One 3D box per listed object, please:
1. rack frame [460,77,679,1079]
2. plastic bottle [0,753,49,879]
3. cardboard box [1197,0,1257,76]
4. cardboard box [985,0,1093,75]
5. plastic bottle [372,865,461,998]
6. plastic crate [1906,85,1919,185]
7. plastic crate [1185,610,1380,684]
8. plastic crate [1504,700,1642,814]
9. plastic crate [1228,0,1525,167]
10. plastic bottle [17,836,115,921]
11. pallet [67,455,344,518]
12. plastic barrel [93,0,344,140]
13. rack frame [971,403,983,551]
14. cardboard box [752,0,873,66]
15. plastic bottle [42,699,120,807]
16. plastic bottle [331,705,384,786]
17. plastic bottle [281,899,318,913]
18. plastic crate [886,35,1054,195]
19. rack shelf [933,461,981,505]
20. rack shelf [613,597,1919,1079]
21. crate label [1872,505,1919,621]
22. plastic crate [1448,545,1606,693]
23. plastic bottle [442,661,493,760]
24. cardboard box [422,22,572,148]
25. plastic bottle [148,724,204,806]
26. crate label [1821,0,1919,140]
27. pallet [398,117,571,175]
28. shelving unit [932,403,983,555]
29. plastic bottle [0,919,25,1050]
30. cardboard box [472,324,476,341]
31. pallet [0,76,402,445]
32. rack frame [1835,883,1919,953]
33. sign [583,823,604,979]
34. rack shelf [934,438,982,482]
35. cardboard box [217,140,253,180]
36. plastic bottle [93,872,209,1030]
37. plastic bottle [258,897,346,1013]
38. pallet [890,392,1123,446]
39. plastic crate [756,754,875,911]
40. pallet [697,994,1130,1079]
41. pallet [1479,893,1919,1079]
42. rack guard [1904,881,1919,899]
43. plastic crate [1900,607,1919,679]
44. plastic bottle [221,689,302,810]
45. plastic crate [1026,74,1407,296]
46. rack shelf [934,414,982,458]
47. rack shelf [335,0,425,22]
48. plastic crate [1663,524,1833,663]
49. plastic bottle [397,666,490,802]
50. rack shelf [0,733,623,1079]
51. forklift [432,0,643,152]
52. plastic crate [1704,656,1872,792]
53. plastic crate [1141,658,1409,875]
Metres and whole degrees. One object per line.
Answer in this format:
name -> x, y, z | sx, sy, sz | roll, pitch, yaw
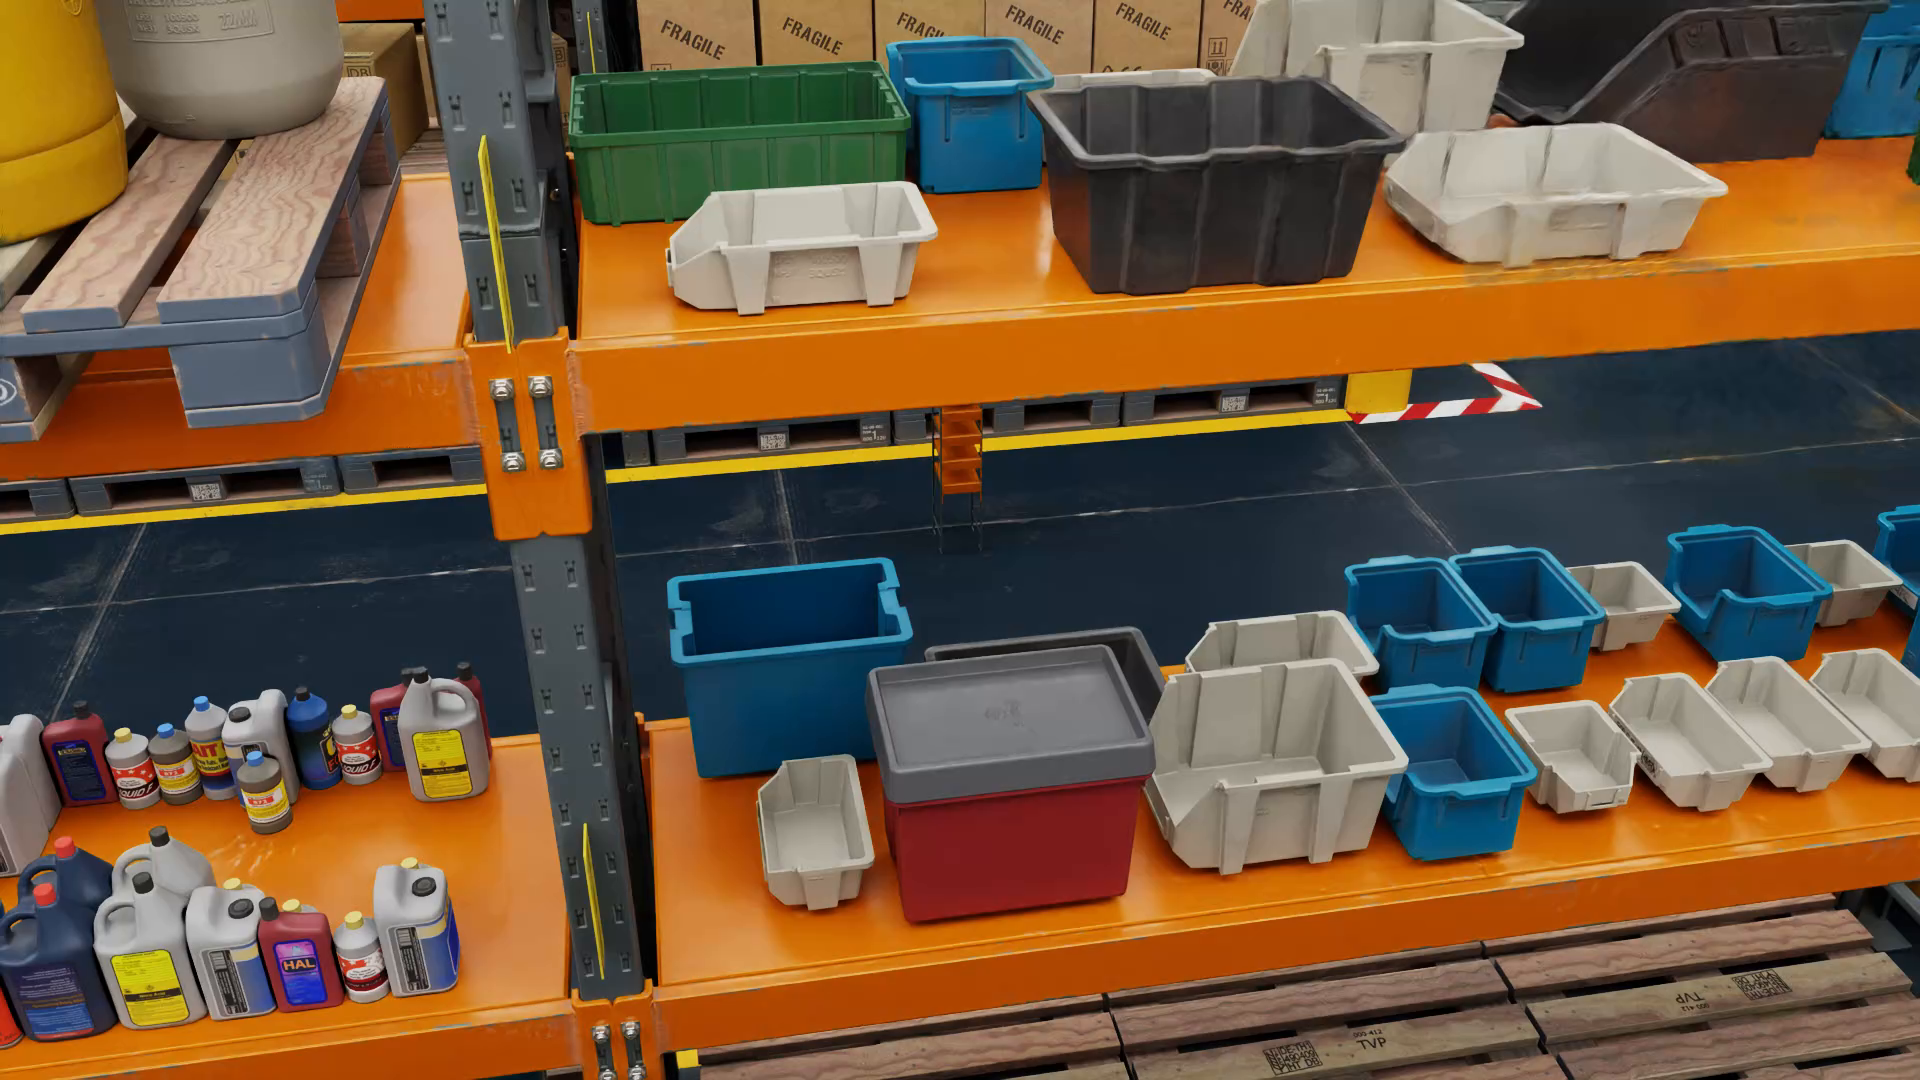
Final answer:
rack frame -> -0.822, 0.563, 3.833 | 0.127, 3.000, 1.000 | -5, 31, -9
plastic bottle -> -2.230, 0.629, 3.843 | 0.135, 0.276, 0.152 | -5, 31, -9
cardboard box -> 1.339, -2.522, 7.995 | 0.500, 0.500, 0.500 | -4, 31, -8
cardboard box -> 0.324, -2.425, 7.830 | 0.500, 0.500, 0.500 | -4, 31, -7
plastic bottle -> -1.152, 0.814, 3.529 | 0.135, 0.276, 0.152 | -5, 31, -9
plastic crate -> 2.193, -0.771, 3.352 | 0.336, 0.188, 0.450 | -5, 31, -9
plastic crate -> 0.836, 0.342, 4.410 | 0.466, 0.136, 0.293 | -5, 31, -9
plastic crate -> 1.498, 0.544, 4.067 | 0.250, 0.136, 0.298 | -5, 31, -9
plastic crate -> 0.877, -0.996, 3.641 | 0.530, 0.282, 0.437 | -5, 31, -9
plastic bottle -> -1.875, 0.776, 3.519 | 0.185, 0.351, 0.144 | -5, 31, -9
pallet -> -3.707, -0.499, 8.390 | 1.213, 0.211, 1.003 | -5, 31, -9
plastic barrel -> -1.385, -1.047, 3.063 | 0.433, 0.535, 0.433 | 0, 30, 0
rack frame -> 0.076, -0.524, 7.458 | 0.006, 1.200, 0.240 | -5, 31, -9
cardboard box -> -0.689, -2.331, 7.670 | 0.500, 0.500, 0.500 | -6, 31, -10
plastic bottle -> -2.133, 0.515, 4.030 | 0.133, 0.283, 0.061 | -5, 31, -9
plastic bottle -> -1.501, 0.501, 4.134 | 0.097, 0.201, 0.097 | 0, 30, 0
plastic bottle -> -1.403, 0.852, 3.538 | 0.097, 0.201, 0.097 | 0, 30, 0
plastic crate -> 0.016, -0.900, 3.527 | 0.300, 0.233, 0.416 | -5, 31, -9
rack shelf -> -0.014, -0.271, 7.588 | 0.180, 0.103, 0.258 | -5, 31, -9
rack shelf -> 1.145, 0.691, 4.326 | 4.000, 0.370, 1.077 | -5, 31, -9
crate label -> 2.810, 0.103, 4.722 | 0.303, 0.233, 0.416 | -5, 31, -9
plastic crate -> 1.515, 0.223, 4.518 | 0.300, 0.233, 0.416 | -5, 31, -9
plastic bottle -> -1.260, 0.434, 4.167 | 0.133, 0.283, 0.061 | -5, 31, -9
cardboard box -> -2.217, -2.199, 8.018 | 0.500, 0.500, 0.700 | -16, 34, -25
plastic bottle -> -1.921, 0.540, 4.068 | 0.097, 0.201, 0.097 | 0, 30, 0
crate label -> 2.147, -1.108, 3.862 | 0.502, 0.251, 0.408 | -5, 31, -9
pallet -> -2.517, -1.806, 8.051 | 1.213, 0.211, 1.003 | -5, 31, -9
shelving unit -> -0.014, -0.516, 7.444 | 0.189, 1.200, 0.258 | -5, 31, -9
plastic bottle -> -2.007, 0.893, 3.394 | 0.135, 0.276, 0.152 | -5, 31, -9
cardboard box -> -2.145, -0.831, 8.236 | 0.500, 0.500, 0.500 | -5, 31, -9
pallet -> -1.576, -0.528, 2.916 | 1.003, 0.211, 1.213 | -5, 31, -9
rack frame -> 3.112, 0.198, 4.454 | 0.127, 3.000, 1.000 | -5, 31, -9
sign -> -0.725, 0.718, 3.296 | 0.005, 0.325, 0.100 | -5, 31, -9
rack shelf -> -0.014, -0.374, 7.527 | 0.180, 0.103, 0.258 | -5, 31, -9
cardboard box -> -3.438, -1.939, 7.575 | 0.500, 0.500, 0.700 | -13, 33, -21
plastic bottle -> -1.668, 0.831, 3.425 | 0.185, 0.351, 0.144 | -5, 31, -9
plastic bottle -> -1.371, 0.854, 3.453 | 0.133, 0.283, 0.061 | -5, 31, -9
pallet -> 0.167, -0.880, 9.039 | 1.213, 0.211, 1.003 | -5, 31, -9
plastic crate -> -0.339, 0.680, 3.836 | 0.243, 0.136, 0.396 | -5, 31, -9
pallet -> -0.106, 1.679, 4.687 | 1.213, 0.211, 1.003 | -5, 31, -9
pallet -> 2.294, 1.456, 5.066 | 1.213, 0.211, 1.003 | -5, 31, -9
rack guard -> 3.134, 1.267, 5.102 | 0.348, 0.500, 1.175 | -5, 31, -9
plastic crate -> 2.817, 0.280, 4.220 | 0.499, 0.435, 0.616 | -5, 31, -9
plastic bottle -> -1.706, 0.502, 4.059 | 0.135, 0.276, 0.152 | -5, 31, -9
plastic crate -> 0.449, -0.650, 3.066 | 0.590, 0.269, 0.497 | -5, 31, -9
rack shelf -> -0.014, -0.478, 7.466 | 0.180, 0.103, 0.258 | -5, 31, -9
rack shelf -> -4.574, -3.884, 12.105 | 4.000, 0.370, 1.077 | -5, 31, -9
plastic crate -> 2.163, 0.163, 4.620 | 0.300, 0.233, 0.416 | -5, 31, -9
plastic bottle -> -1.267, 0.459, 4.060 | 0.185, 0.351, 0.144 | -5, 31, -9
rack shelf -> -2.790, 1.056, 3.705 | 4.000, 0.370, 1.077 | -5, 31, -9
forklift -> -2.576, -2.885, 9.765 | 3.031, 2.935, 1.130 | 7, 31, 11
plastic crate -> 2.055, 0.470, 4.193 | 0.243, 0.136, 0.396 | -5, 31, -9
plastic crate -> 0.713, 0.541, 3.929 | 0.530, 0.282, 0.437 | -5, 31, -9
